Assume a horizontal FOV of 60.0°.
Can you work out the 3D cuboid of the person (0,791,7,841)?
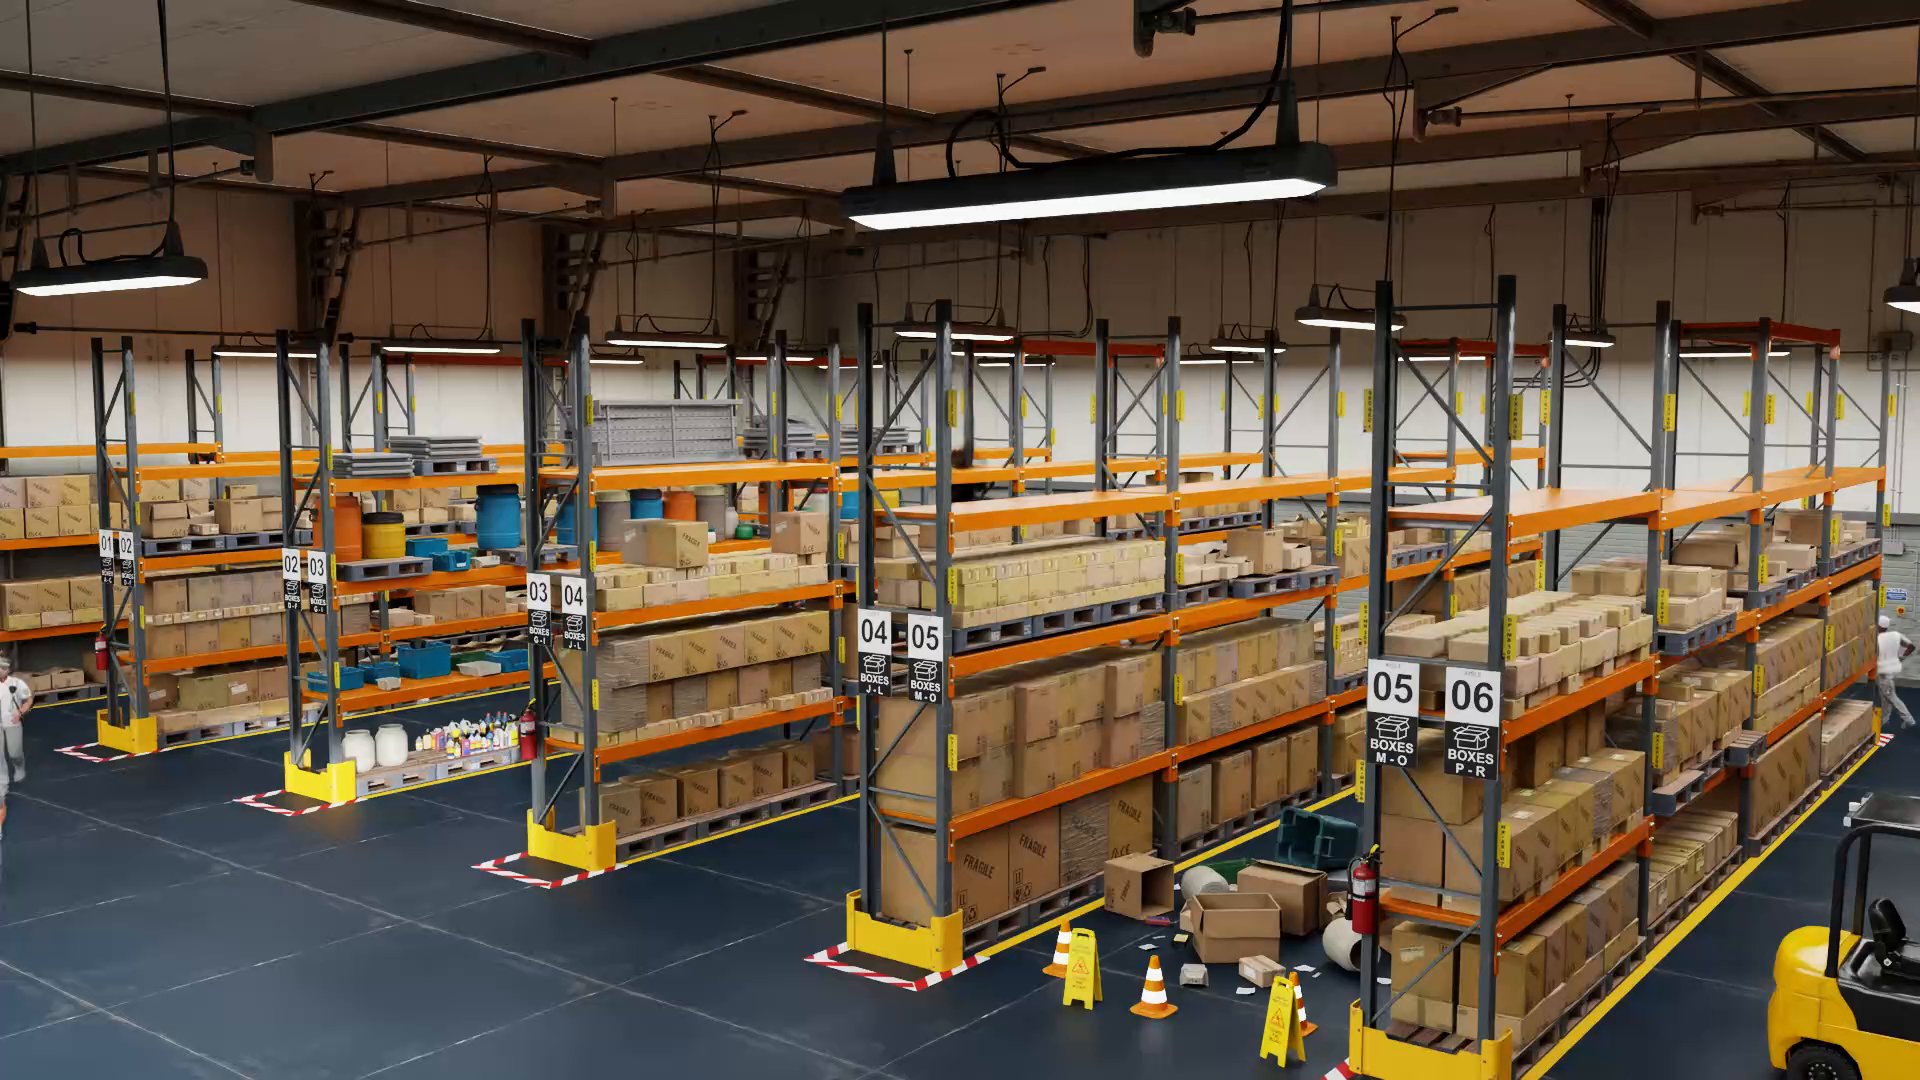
[{"bbox_3d":[-9.401,2.938,15.769,0.634,1.769,1.060,-2,6,-26],"label":"person"}]

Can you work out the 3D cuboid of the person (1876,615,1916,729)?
[{"bbox_3d":[14.255,2.068,25.587,0.688,1.816,0.847,-2,5,-20],"label":"person"}]

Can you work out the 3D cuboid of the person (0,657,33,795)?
[{"bbox_3d":[-12.511,2.399,21.760,0.688,1.770,0.740,-2,5,-23],"label":"person"}]

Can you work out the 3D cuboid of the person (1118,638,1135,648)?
[{"bbox_3d":[2.216,2.107,22.409,0.623,1.680,0.540,3,6,29],"label":"person"}]
